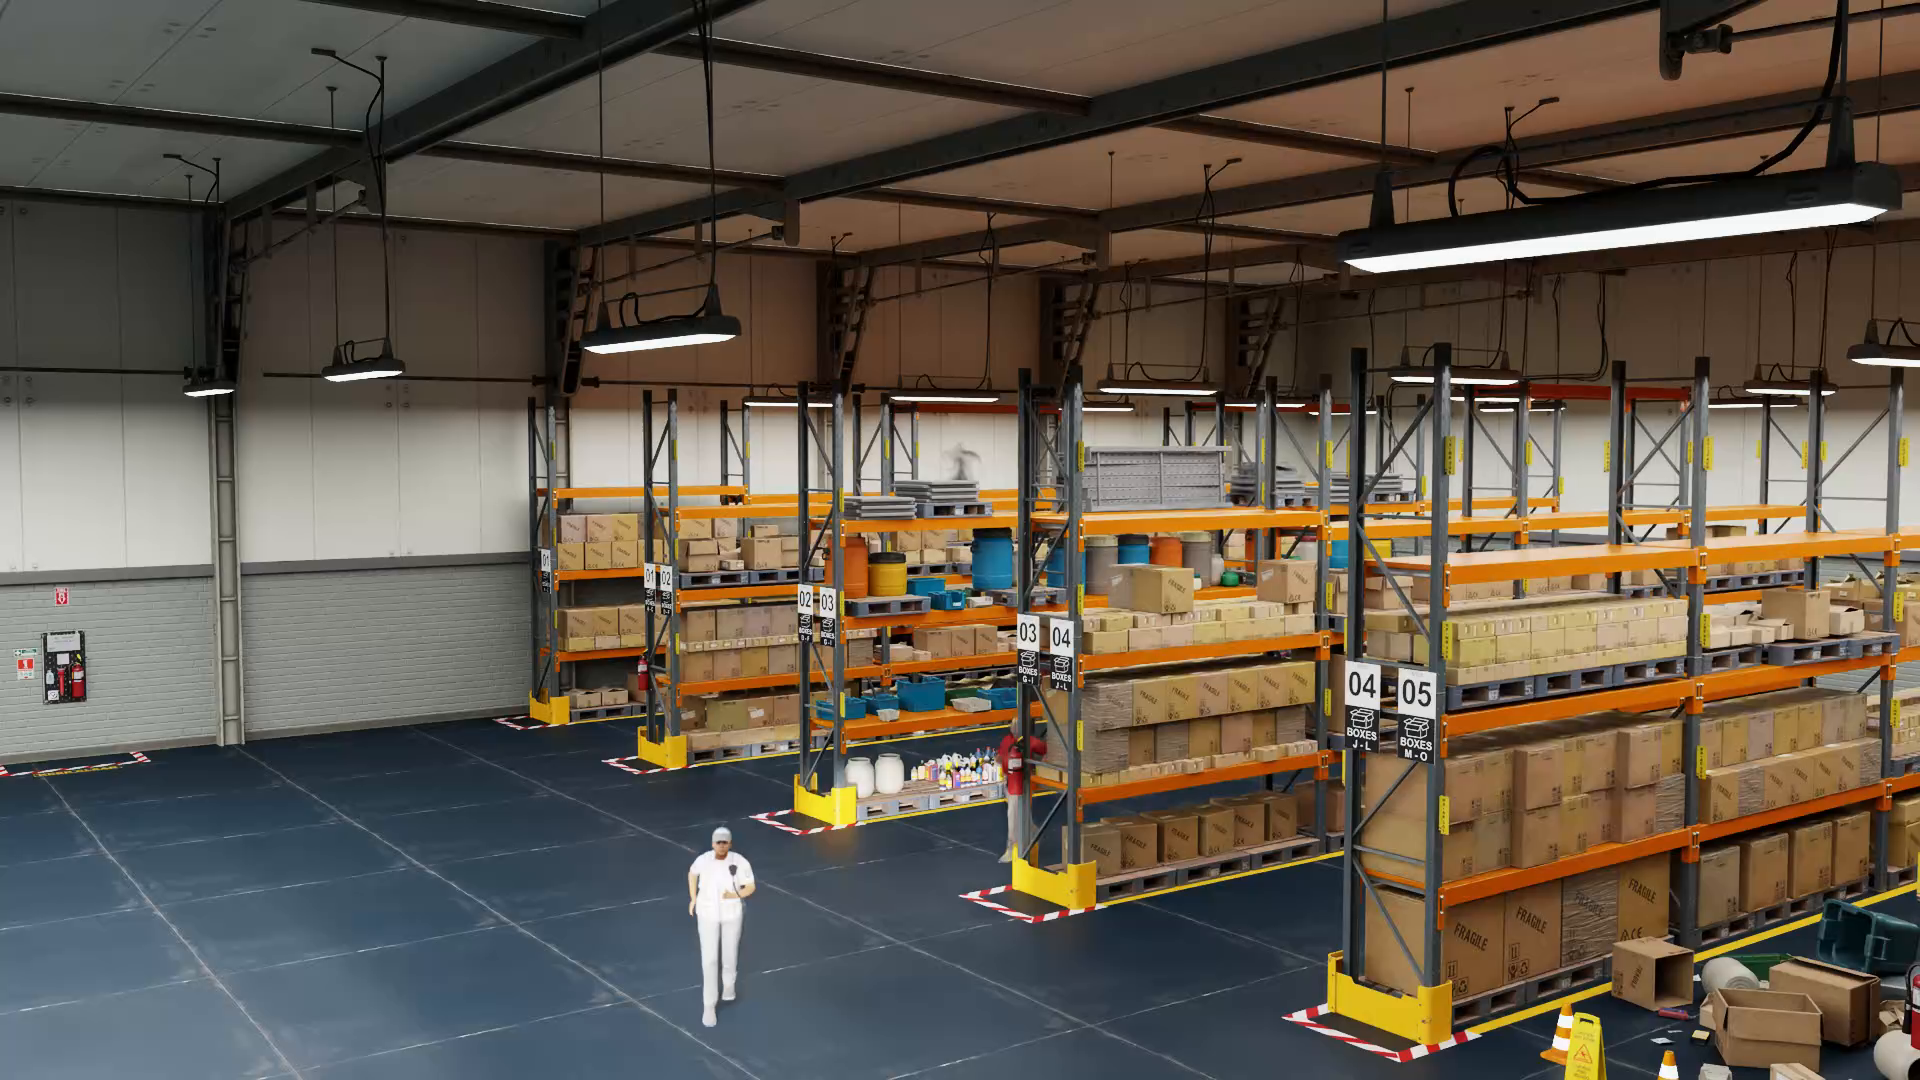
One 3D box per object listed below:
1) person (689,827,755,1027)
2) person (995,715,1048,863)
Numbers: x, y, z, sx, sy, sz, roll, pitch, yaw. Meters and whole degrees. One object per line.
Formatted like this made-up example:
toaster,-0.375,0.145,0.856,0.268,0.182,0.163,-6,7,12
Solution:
person,-2.153,3.432,15.047,0.599,1.702,0.813,0,3,-8
person,0.735,3.074,20.734,0.845,1.782,0.641,-3,5,-43
